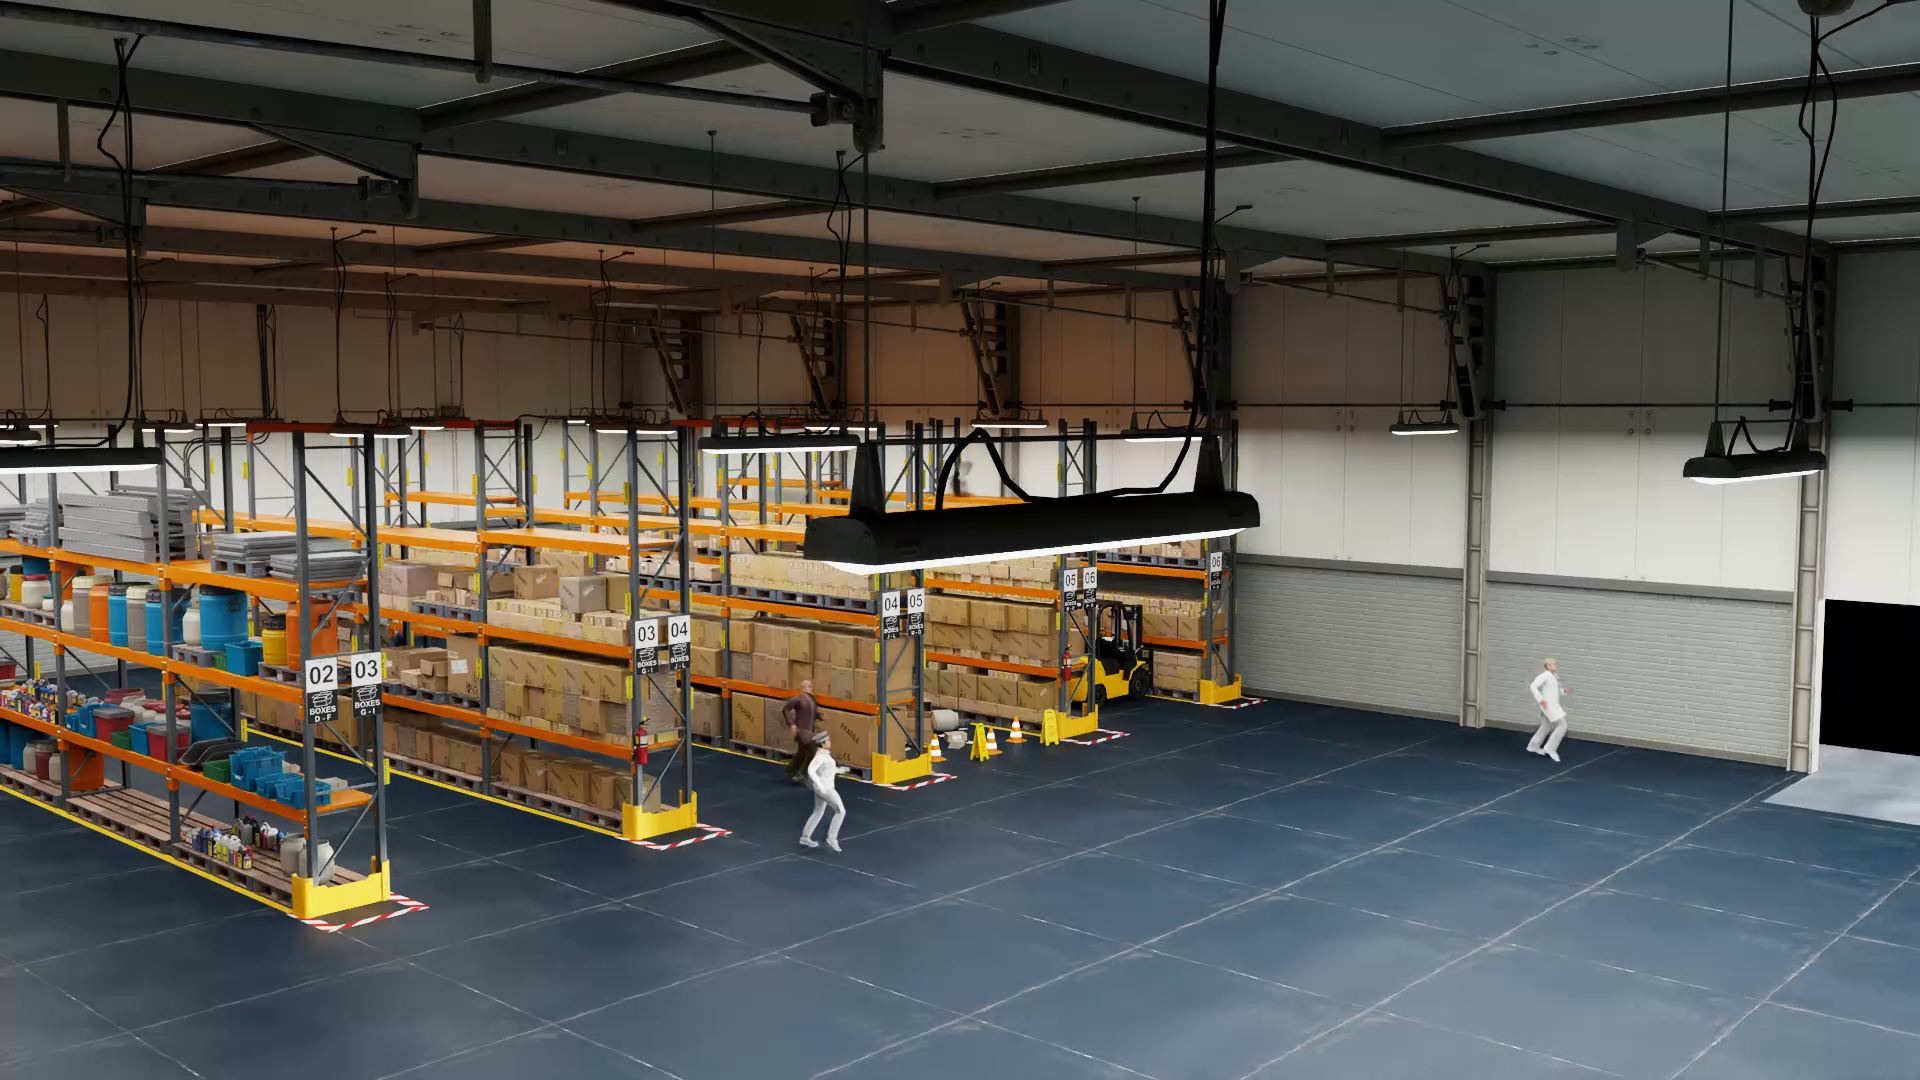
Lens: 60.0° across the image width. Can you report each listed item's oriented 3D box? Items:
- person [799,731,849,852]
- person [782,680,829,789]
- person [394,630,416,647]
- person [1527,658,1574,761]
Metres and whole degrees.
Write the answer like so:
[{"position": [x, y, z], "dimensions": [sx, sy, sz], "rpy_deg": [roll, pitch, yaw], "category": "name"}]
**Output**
[{"position": [-1.921, 3.567, 23.555], "dimensions": [0.726, 1.746, 0.576], "rpy_deg": [-1, 5, -13], "category": "person"}, {"position": [-2.578, 3.257, 27.580], "dimensions": [0.907, 1.719, 0.610], "rpy_deg": [2, 5, 26], "category": "person"}, {"position": [-13.376, 2.300, 40.086], "dimensions": [0.564, 1.557, 0.607], "rpy_deg": [4, 6, 39], "category": "person"}, {"position": [10.552, 3.023, 29.718], "dimensions": [0.798, 1.823, 0.671], "rpy_deg": [2, 5, 28], "category": "person"}]
